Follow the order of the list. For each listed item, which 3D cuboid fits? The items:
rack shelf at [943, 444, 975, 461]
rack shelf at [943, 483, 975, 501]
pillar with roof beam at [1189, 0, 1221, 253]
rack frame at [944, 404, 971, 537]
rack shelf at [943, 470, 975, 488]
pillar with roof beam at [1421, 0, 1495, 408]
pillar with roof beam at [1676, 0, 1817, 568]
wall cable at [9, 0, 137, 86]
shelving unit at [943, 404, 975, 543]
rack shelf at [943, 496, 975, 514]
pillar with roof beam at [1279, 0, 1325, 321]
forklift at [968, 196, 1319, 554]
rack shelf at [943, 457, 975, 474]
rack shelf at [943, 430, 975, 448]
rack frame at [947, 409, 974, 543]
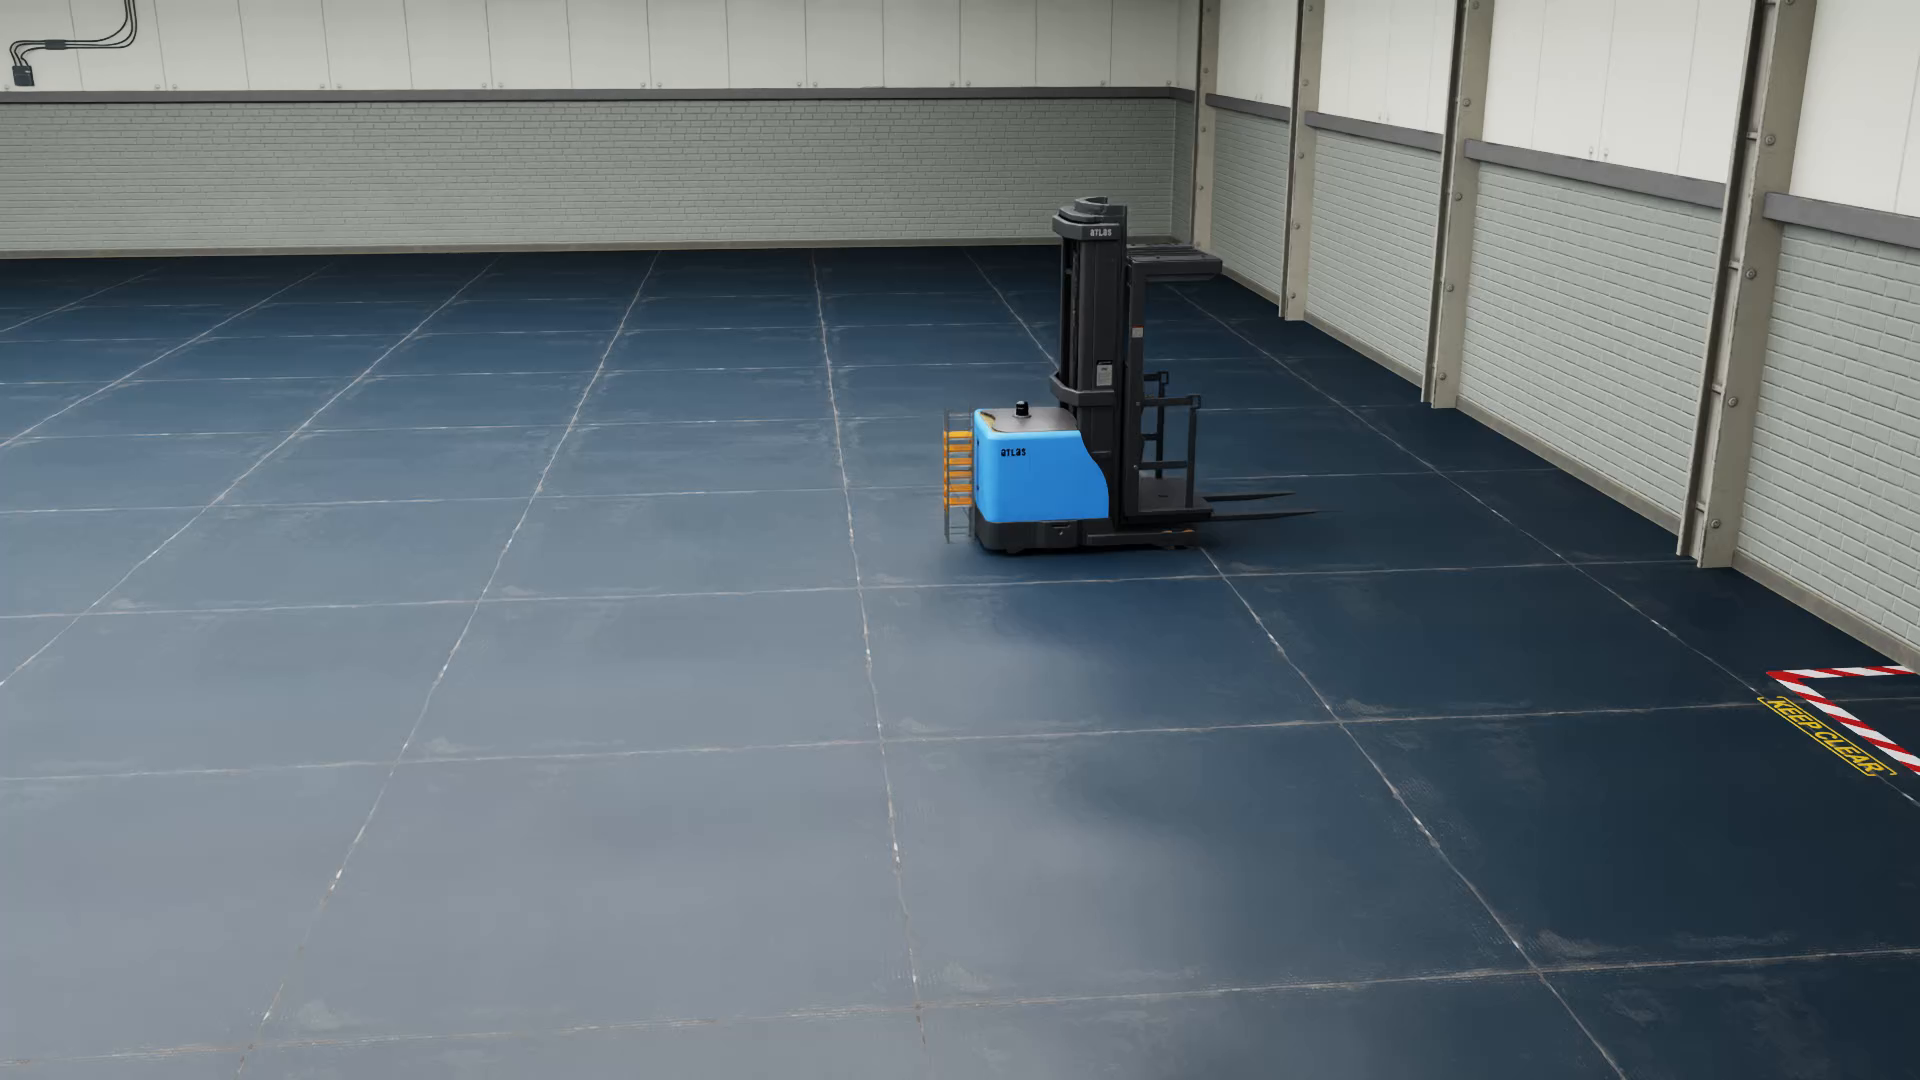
[{"bbox_3d":[-0.009,-0.763,14.450,0.258,0.103,0.180,-2,18,-8],"label":"rack shelf"},{"bbox_3d":[-0.009,-0.419,14.558,0.258,0.103,0.180,-2,18,-8],"label":"rack shelf"},{"bbox_3d":[0.197,-9.354,29.449,9.100,9.000,0.400,-2,18,-6],"label":"pillar with roof beam"},{"bbox_3d":[-0.022,-0.603,14.595,0.240,1.200,0.006,-2,18,-8],"label":"rack frame"},{"bbox_3d":[-0.009,-0.534,14.522,0.258,0.103,0.180,-2,18,-8],"label":"rack shelf"},{"bbox_3d":[1.435,-5.779,18.061,9.100,9.000,0.400,-2,18,-6],"label":"pillar with roof beam"},{"bbox_3d":[2.053,-3.991,12.367,9.100,9.000,0.400,-2,18,-6],"label":"pillar with roof beam"},{"bbox_3d":[-16.397,-11.344,30.109,2.305,6.003,0.169,-2,18,-6],"label":"wall cable"},{"bbox_3d":[-0.009,-0.576,14.509,0.258,1.200,0.189,-2,18,-8],"label":"shelving unit"},{"bbox_3d":[-0.009,-0.305,14.594,0.258,0.103,0.180,-2,18,-8],"label":"rack shelf"},{"bbox_3d":[0.816,-7.567,23.755,9.100,9.000,0.400,-2,18,-6],"label":"pillar with roof beam"},{"bbox_3d":[1.640,-1.467,14.456,3.031,2.935,1.130,-3,18,-9],"label":"forklift"},{"bbox_3d":[-0.009,-0.648,14.486,0.258,0.103,0.180,-2,18,-8],"label":"rack shelf"},{"bbox_3d":[-0.009,-0.877,14.414,0.258,0.103,0.180,-2,18,-8],"label":"rack shelf"},{"bbox_3d":[0.004,-0.549,14.422,0.240,1.200,0.006,-2,18,-8],"label":"rack frame"}]
